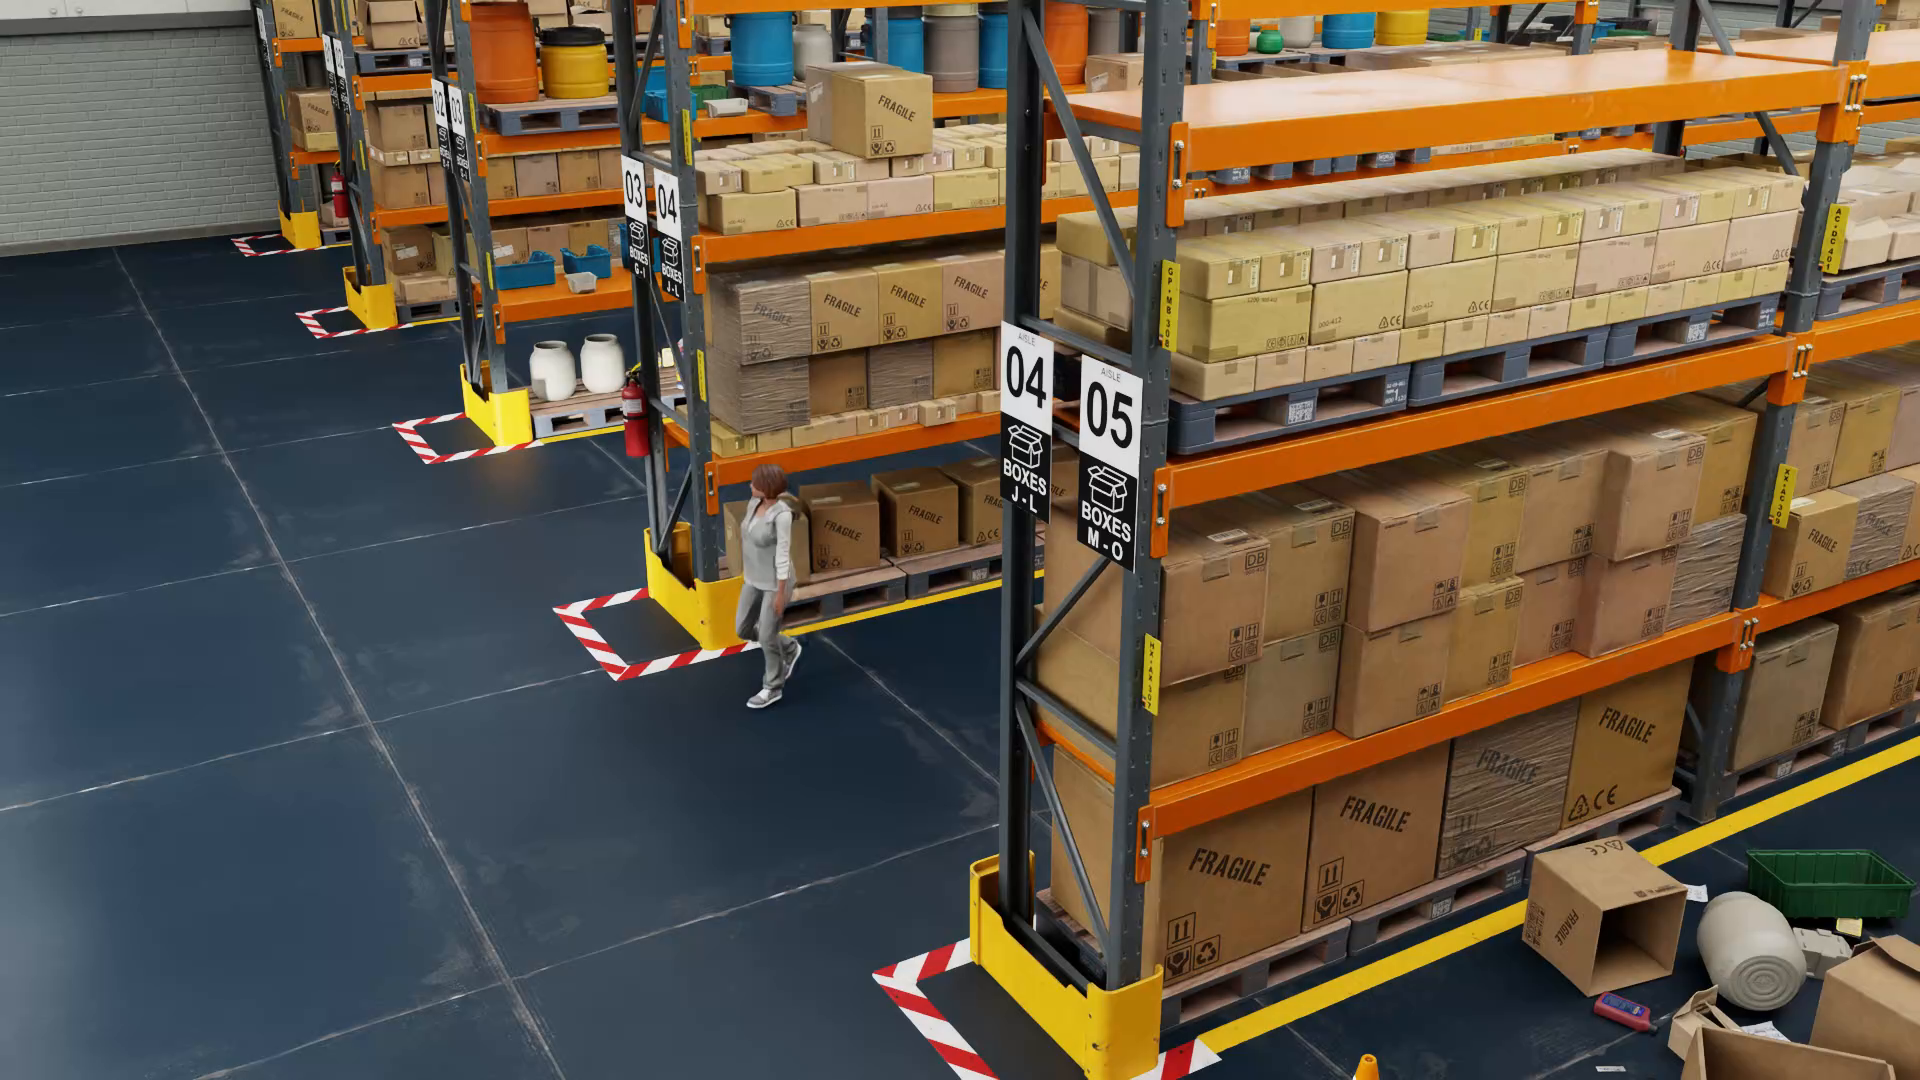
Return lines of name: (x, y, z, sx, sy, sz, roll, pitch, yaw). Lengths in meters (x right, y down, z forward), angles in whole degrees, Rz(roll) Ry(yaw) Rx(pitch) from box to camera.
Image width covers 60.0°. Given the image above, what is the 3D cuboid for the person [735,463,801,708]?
person: (-1.176, 0.262, 10.383, 0.503, 1.587, 0.423, -18, 28, -38)
